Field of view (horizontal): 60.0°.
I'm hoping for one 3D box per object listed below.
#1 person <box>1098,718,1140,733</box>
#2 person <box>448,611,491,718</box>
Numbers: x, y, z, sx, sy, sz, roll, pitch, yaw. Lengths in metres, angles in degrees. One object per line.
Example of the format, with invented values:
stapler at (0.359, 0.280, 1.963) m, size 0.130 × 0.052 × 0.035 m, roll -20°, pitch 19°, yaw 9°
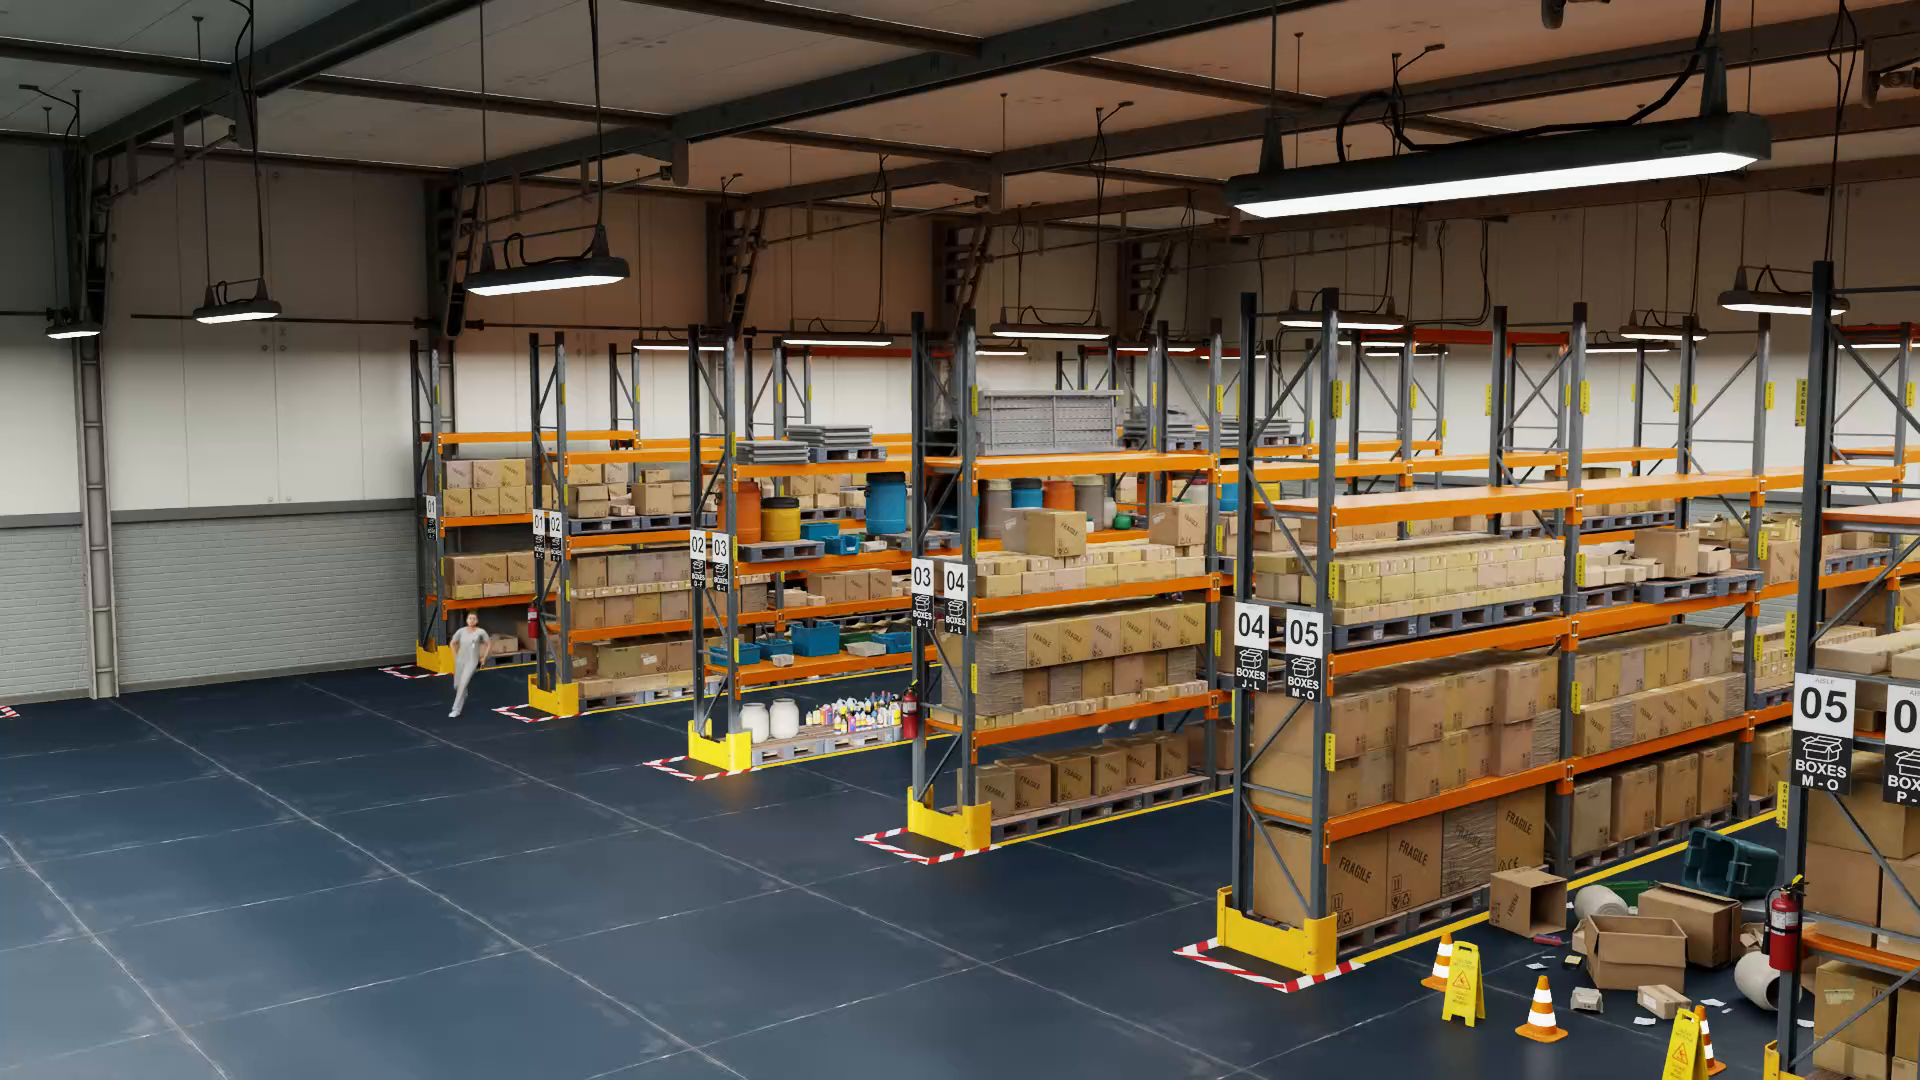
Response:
person at (2.251, 1.864, 23.433) m, size 0.574 × 1.704 × 0.904 m, roll 4°, pitch 7°, yaw 39°
person at (-7.718, 1.928, 26.181) m, size 0.623 × 1.619 × 0.856 m, roll 0°, pitch 5°, yaw -2°
